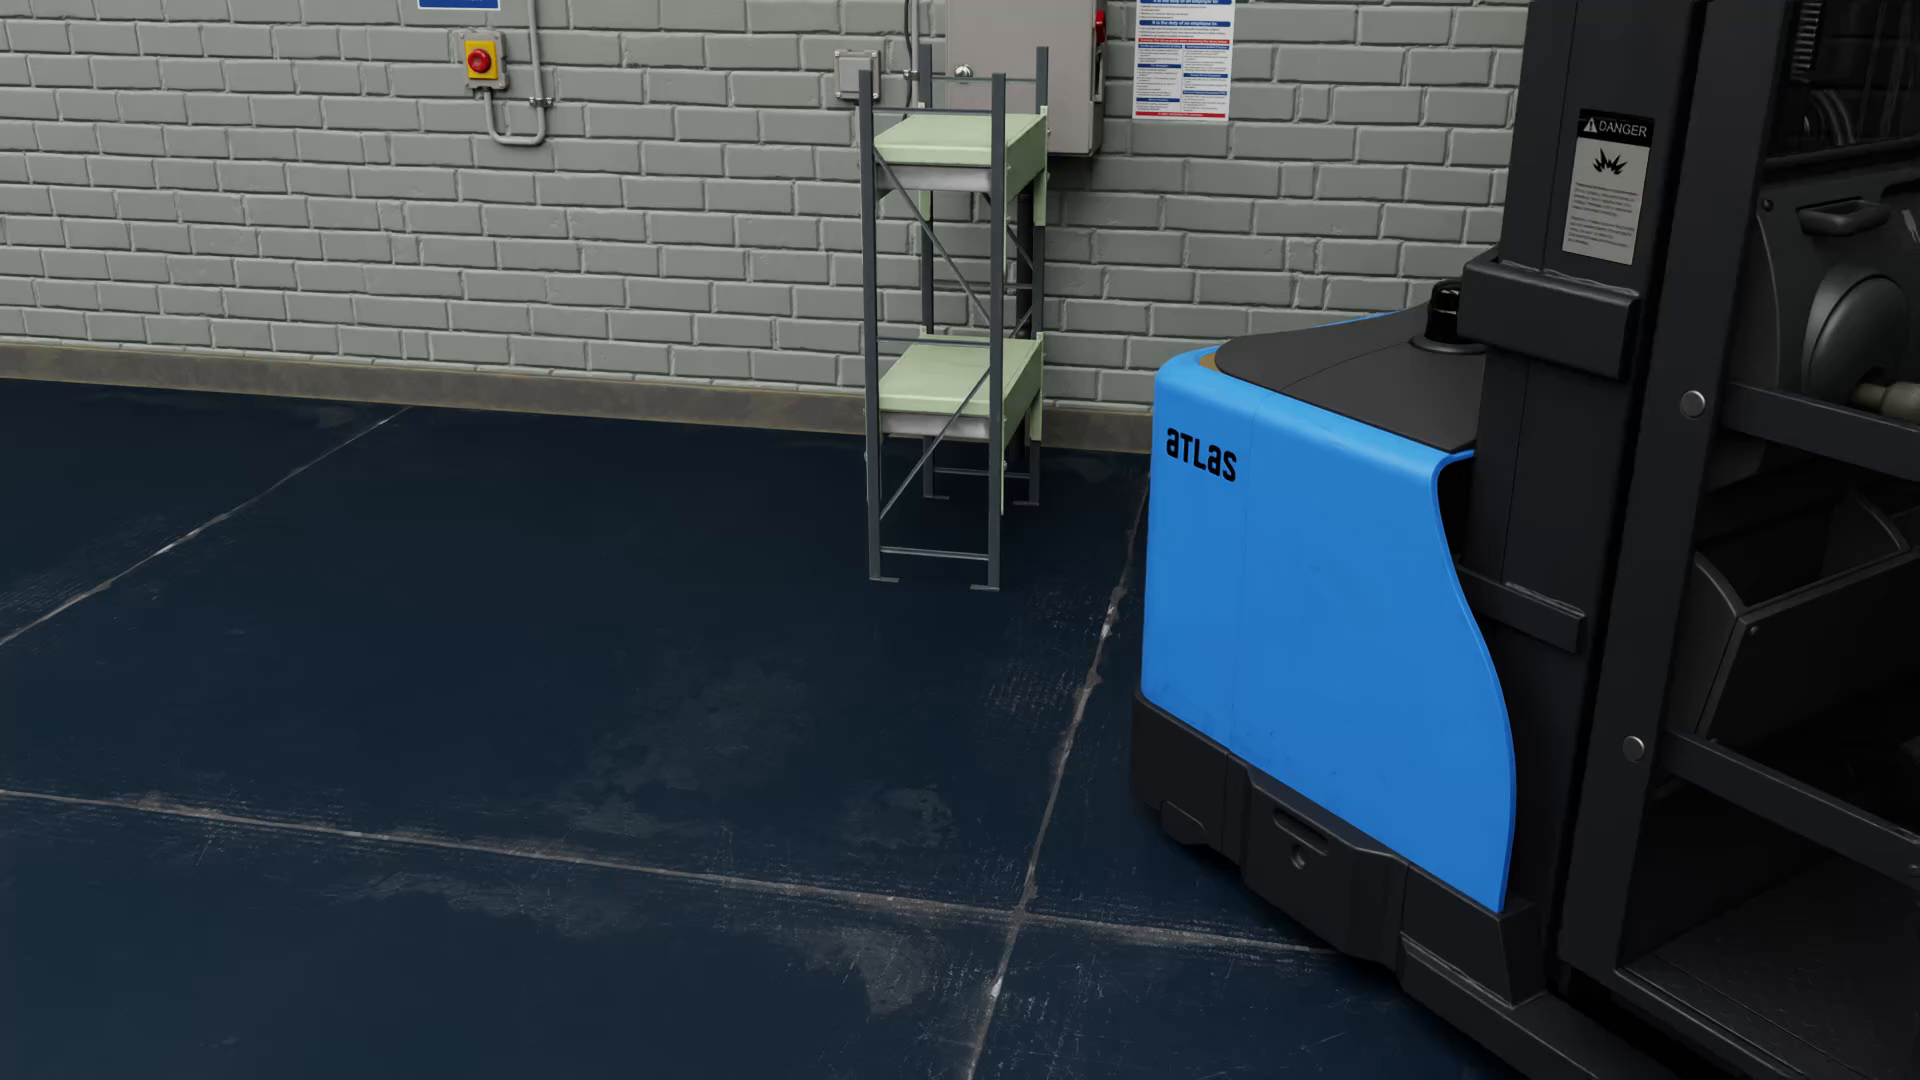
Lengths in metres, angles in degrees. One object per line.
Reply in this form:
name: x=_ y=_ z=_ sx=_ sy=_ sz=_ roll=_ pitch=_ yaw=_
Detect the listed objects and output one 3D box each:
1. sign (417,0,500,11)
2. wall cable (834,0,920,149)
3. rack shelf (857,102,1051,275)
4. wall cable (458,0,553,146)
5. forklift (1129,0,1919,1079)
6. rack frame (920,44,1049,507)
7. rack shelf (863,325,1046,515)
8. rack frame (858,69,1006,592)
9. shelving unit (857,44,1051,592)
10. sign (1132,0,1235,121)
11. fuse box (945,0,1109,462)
sign: x=-1.833 y=-2.041 z=6.045 sx=0.327 sy=0.218 sz=0.001 roll=4 pitch=22 yaw=11
wall cable: x=-0.407 y=-2.257 z=5.583 sx=0.588 sy=1.984 sz=0.122 roll=4 pitch=22 yaw=11
rack shelf: x=-0.001 y=-1.055 z=4.922 sx=0.431 sy=0.370 sz=0.720 roll=4 pitch=22 yaw=11
wall cable: x=-1.798 y=-2.375 z=5.835 sx=0.585 sy=1.953 sz=0.123 roll=4 pitch=22 yaw=11
forklift: x=1.613 y=-0.382 z=2.378 sx=1.130 sy=2.935 sz=3.031 roll=-14 pitch=26 yaw=-31
rack frame: x=0.073 y=-0.827 z=5.400 sx=0.400 sy=1.500 sz=0.023 roll=4 pitch=22 yaw=11
rack shelf: x=-0.001 y=-0.391 z=5.189 sx=0.431 sy=0.370 sz=0.720 roll=4 pitch=22 yaw=11
rack frame: x=-0.076 y=-0.559 z=4.735 sx=0.400 sy=1.500 sz=0.023 roll=4 pitch=22 yaw=11
shelving unit: x=-0.001 y=-0.693 z=5.067 sx=0.431 sy=1.500 sz=0.755 roll=4 pitch=22 yaw=11
sign: x=0.754 y=-1.670 z=5.613 sx=0.329 sy=0.494 sz=0.001 roll=4 pitch=22 yaw=11
fuse box: x=0.228 y=-1.079 z=5.741 sx=0.539 sy=1.711 sz=0.414 roll=4 pitch=22 yaw=11
